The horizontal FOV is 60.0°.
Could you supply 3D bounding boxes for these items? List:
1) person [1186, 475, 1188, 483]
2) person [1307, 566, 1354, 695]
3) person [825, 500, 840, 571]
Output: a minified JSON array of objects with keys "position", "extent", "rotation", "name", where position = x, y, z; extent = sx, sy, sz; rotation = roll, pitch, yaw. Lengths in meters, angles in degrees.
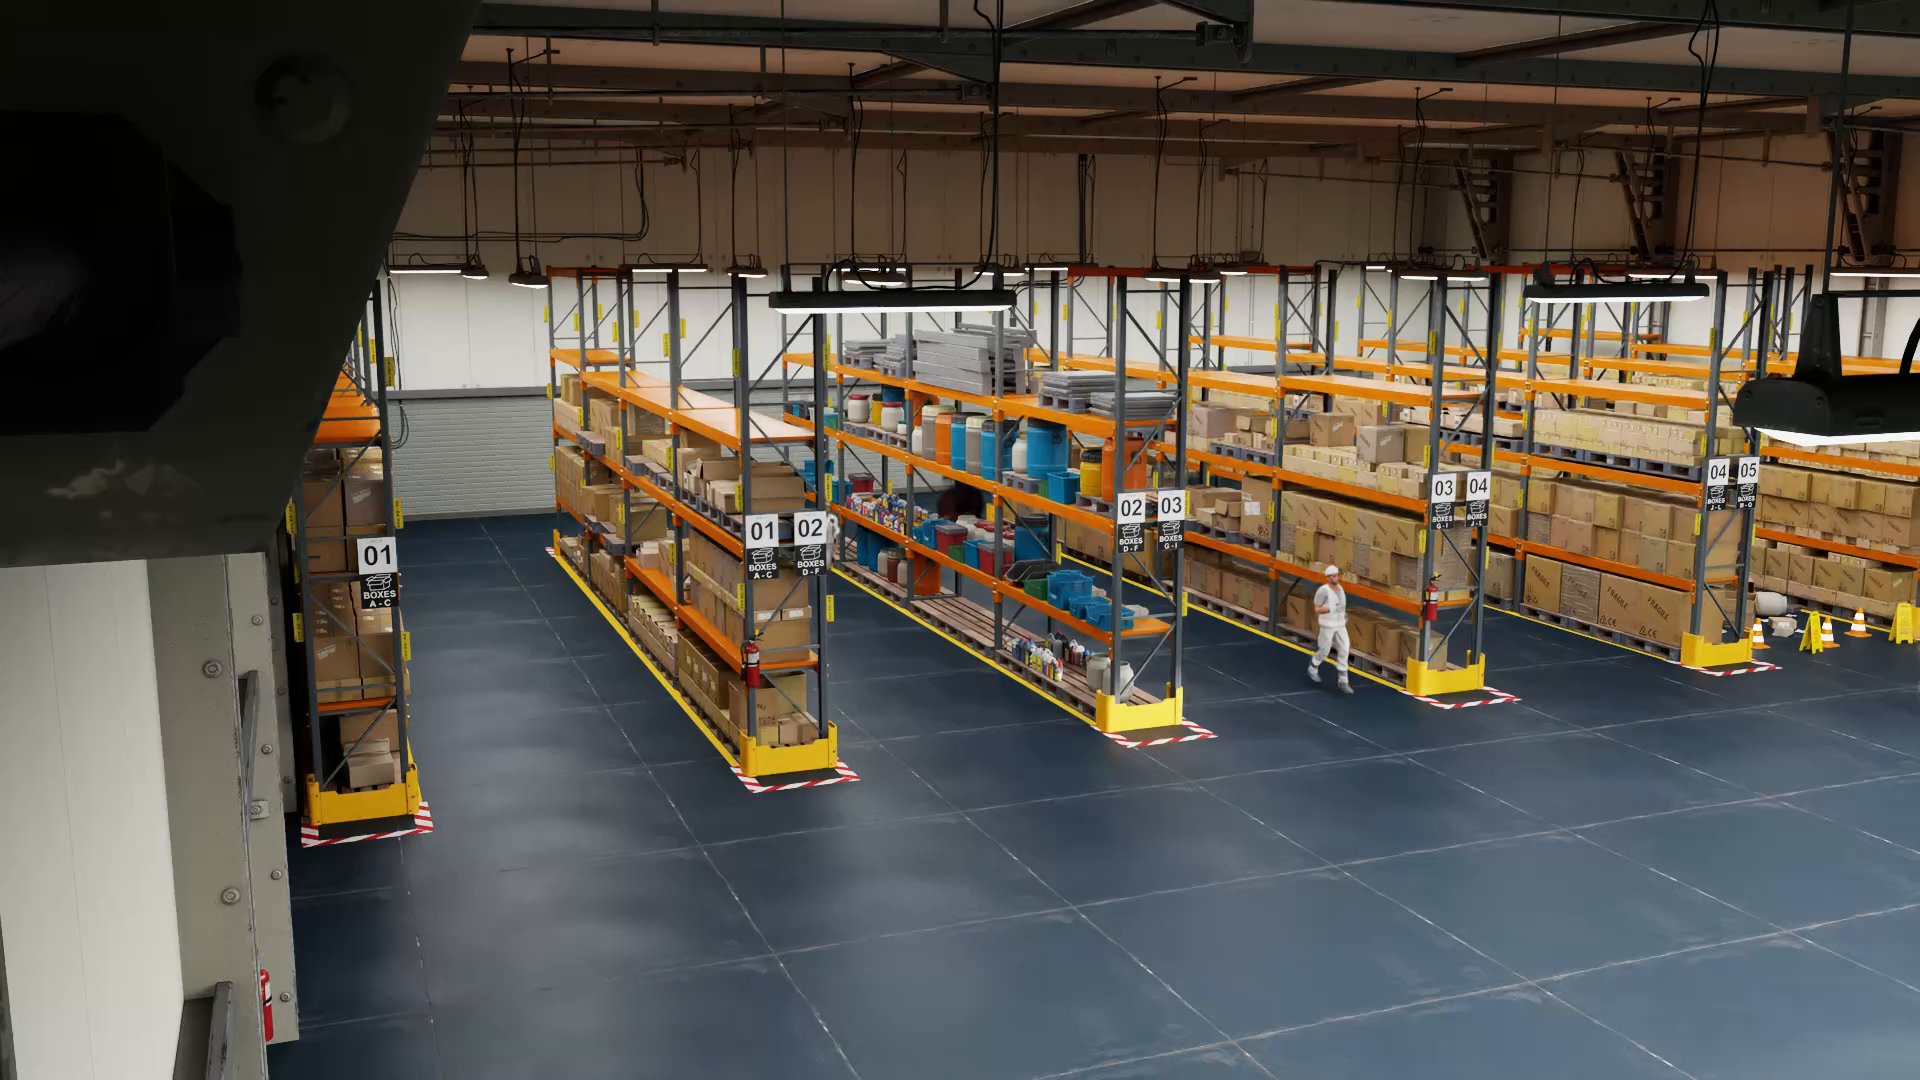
[{"position":[4.734,-0.624,35.513],"extent":[0.593,1.616,0.742],"rotation":[-3,10,-17],"name":"person"},{"position":[5.381,1.267,24.056],"extent":[0.647,1.808,0.877],"rotation":[-5,11,-26],"name":"person"},{"position":[-2.464,0.092,30.326],"extent":[0.588,1.699,0.705],"rotation":[-5,11,-26],"name":"person"}]
